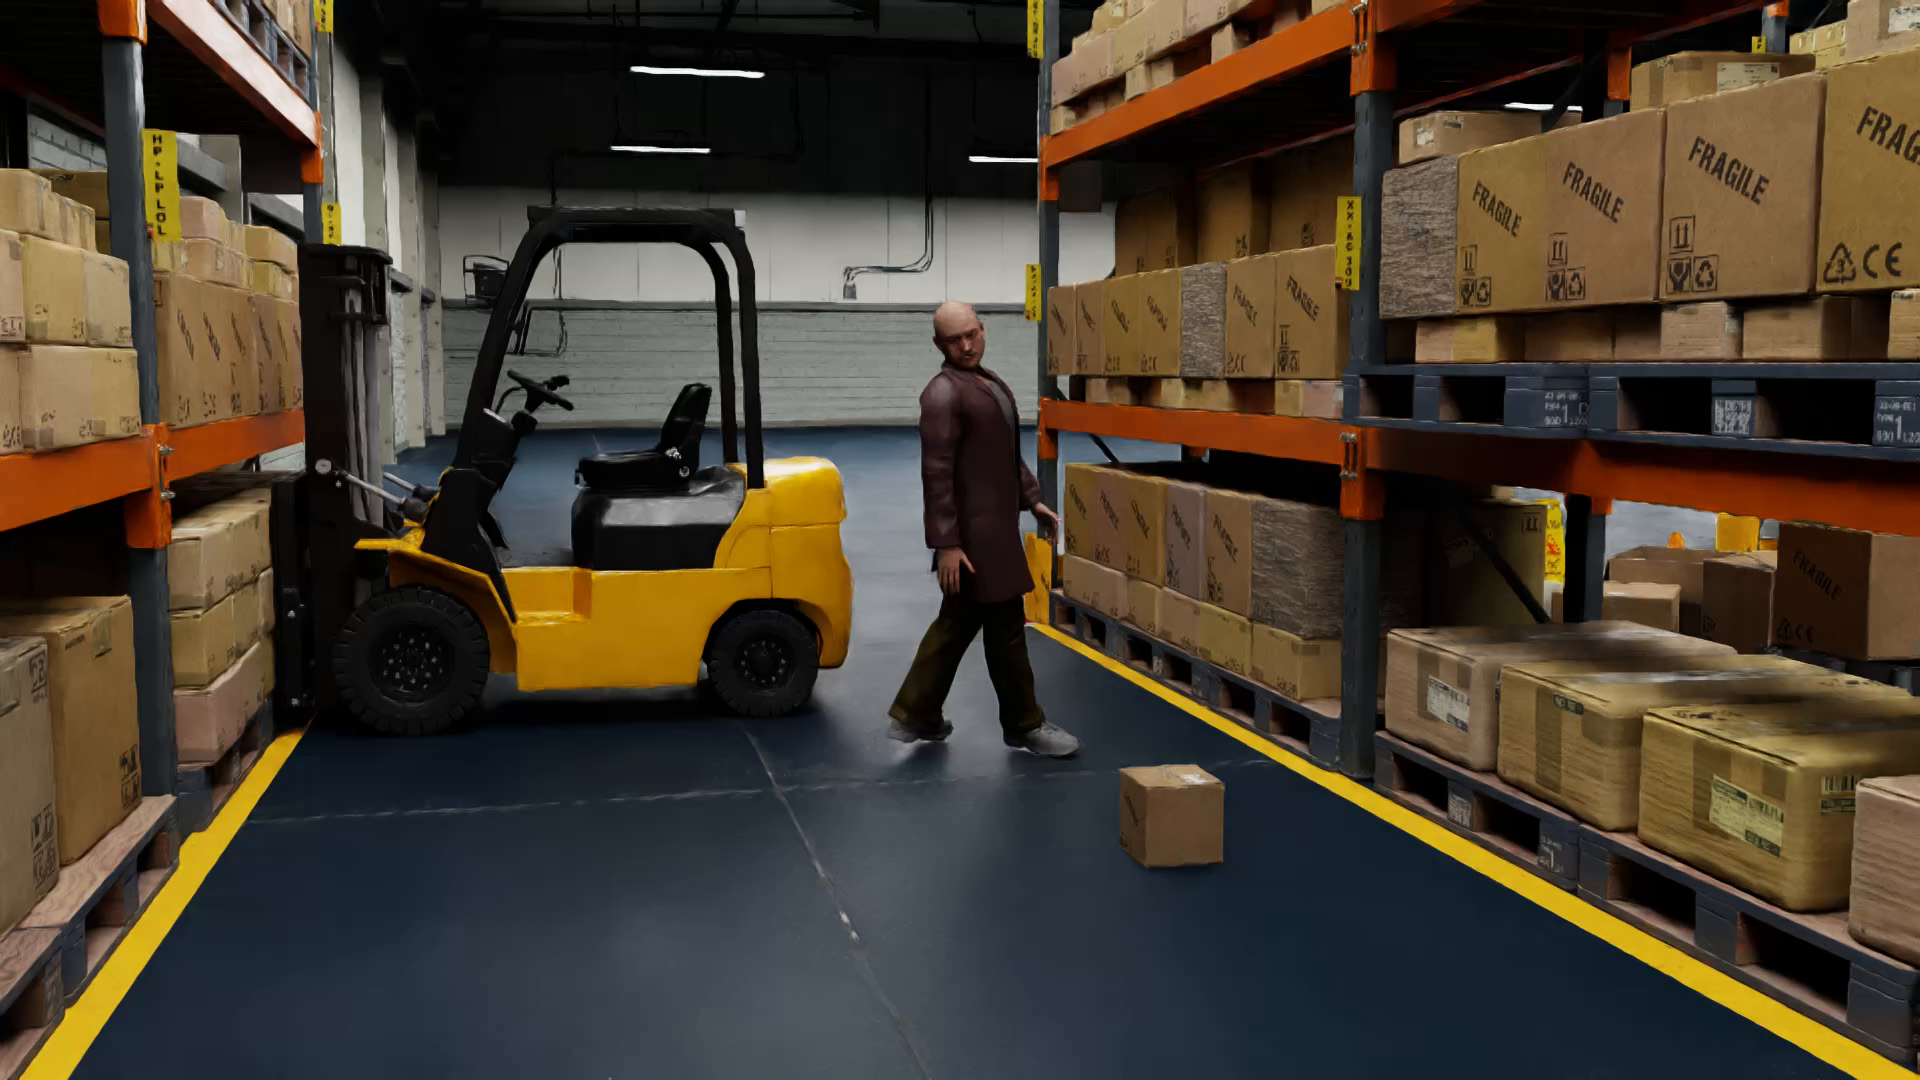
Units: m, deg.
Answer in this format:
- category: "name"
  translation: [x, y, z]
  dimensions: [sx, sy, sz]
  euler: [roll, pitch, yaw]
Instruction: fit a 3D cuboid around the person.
- category: "person"
  translation: [0.087, -0.032, 6.317]
  dimensions: [0.746, 1.740, 0.613]
  euler: [1, 6, 6]
